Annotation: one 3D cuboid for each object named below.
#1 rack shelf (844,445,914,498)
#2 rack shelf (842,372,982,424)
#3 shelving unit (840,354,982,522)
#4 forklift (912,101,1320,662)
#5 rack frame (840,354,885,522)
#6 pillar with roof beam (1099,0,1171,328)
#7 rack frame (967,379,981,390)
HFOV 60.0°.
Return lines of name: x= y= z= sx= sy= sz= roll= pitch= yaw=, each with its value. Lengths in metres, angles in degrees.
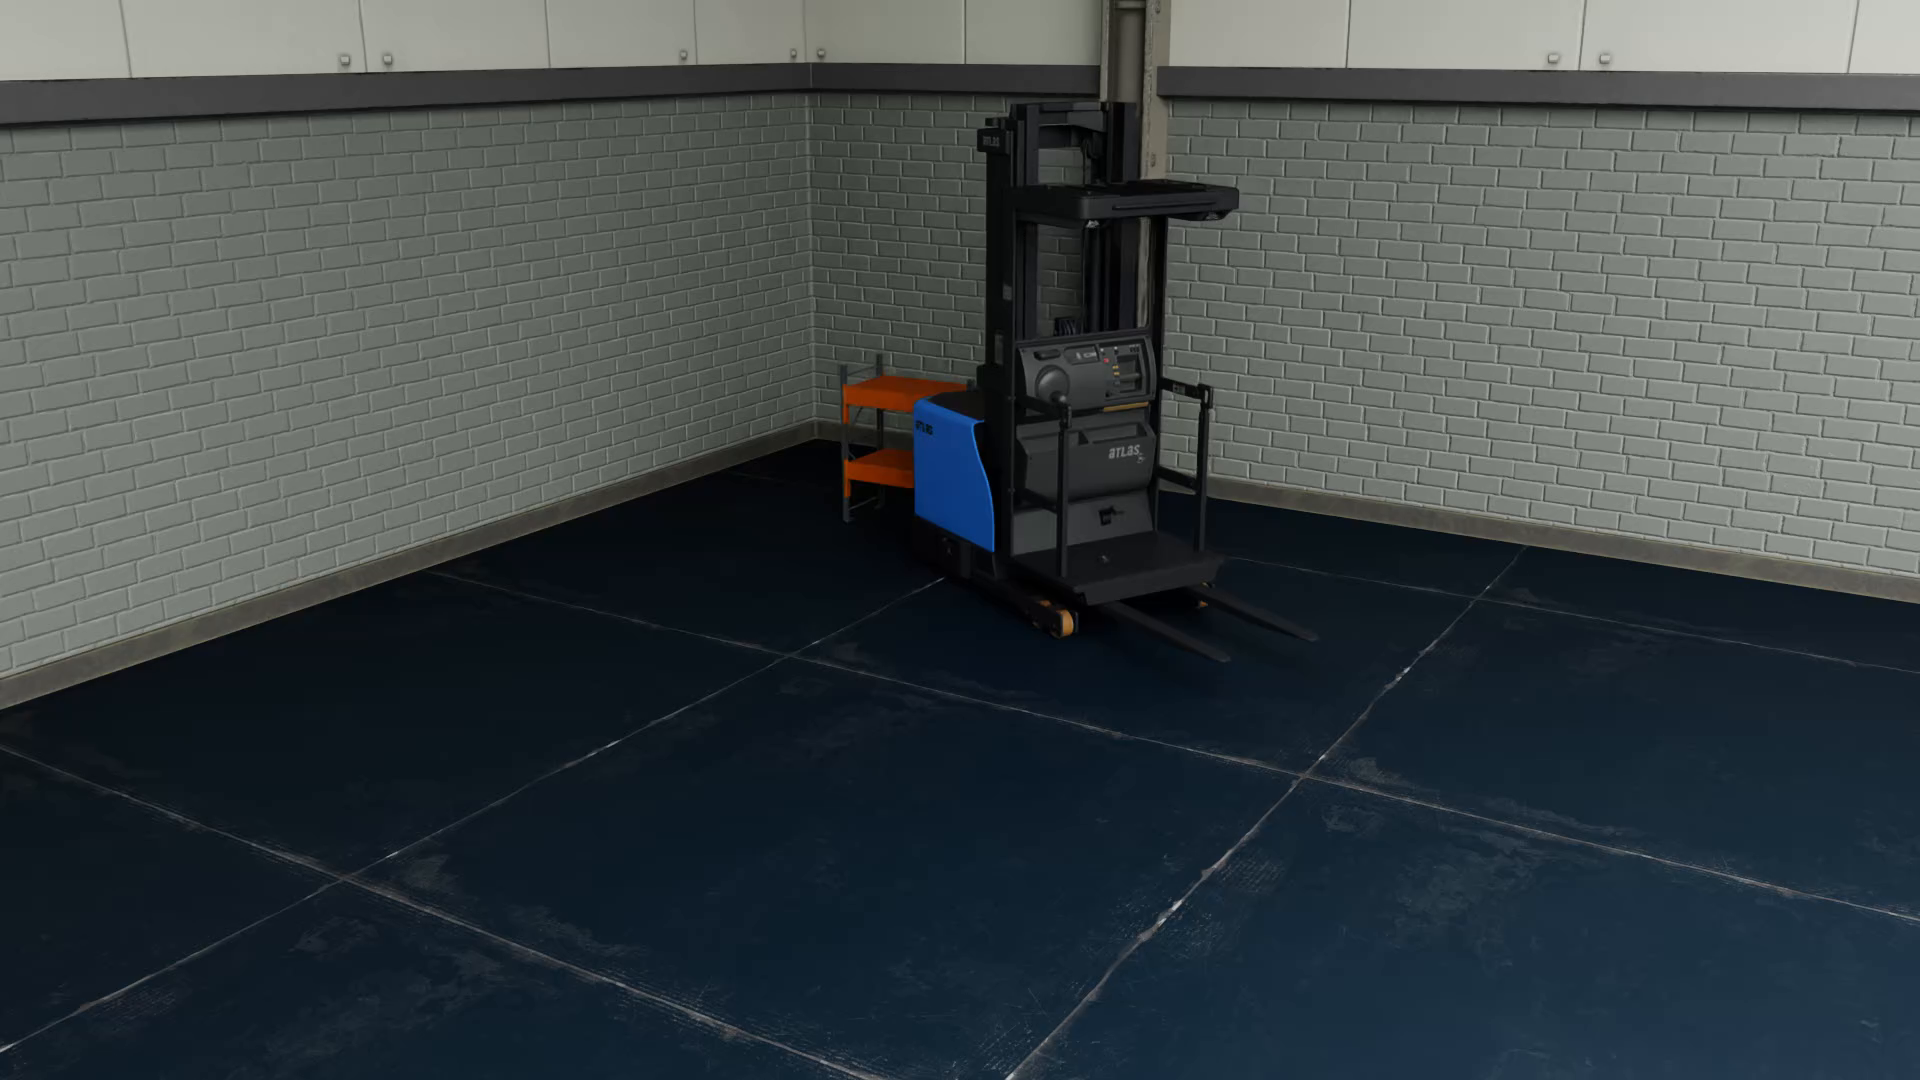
rack shelf: x=-0.253 y=-0.423 z=11.680 sx=1.000 sy=0.278 sz=0.538 roll=10 pitch=19 yaw=29
rack shelf: x=-0.253 y=-0.937 z=11.524 sx=1.000 sy=0.278 sz=0.538 roll=10 pitch=19 yaw=29
shelving unit: x=-0.253 y=-0.657 z=11.609 sx=1.048 sy=1.125 sz=0.538 roll=10 pitch=19 yaw=29
forklift: x=0.866 y=-0.992 z=9.605 sx=1.130 sy=2.935 sz=3.031 roll=-10 pitch=19 yaw=-29
rack frame: x=-0.692 y=-0.732 z=11.854 sx=0.032 sy=1.125 sz=0.500 roll=10 pitch=19 yaw=29
pillar with roof beam: x=-1.017 y=-3.630 z=7.849 sx=0.400 sy=9.000 sz=9.100 roll=10 pitch=20 yaw=30
rack frame: x=0.185 y=-0.582 z=11.363 sx=0.032 sy=1.125 sz=0.500 roll=10 pitch=19 yaw=29
